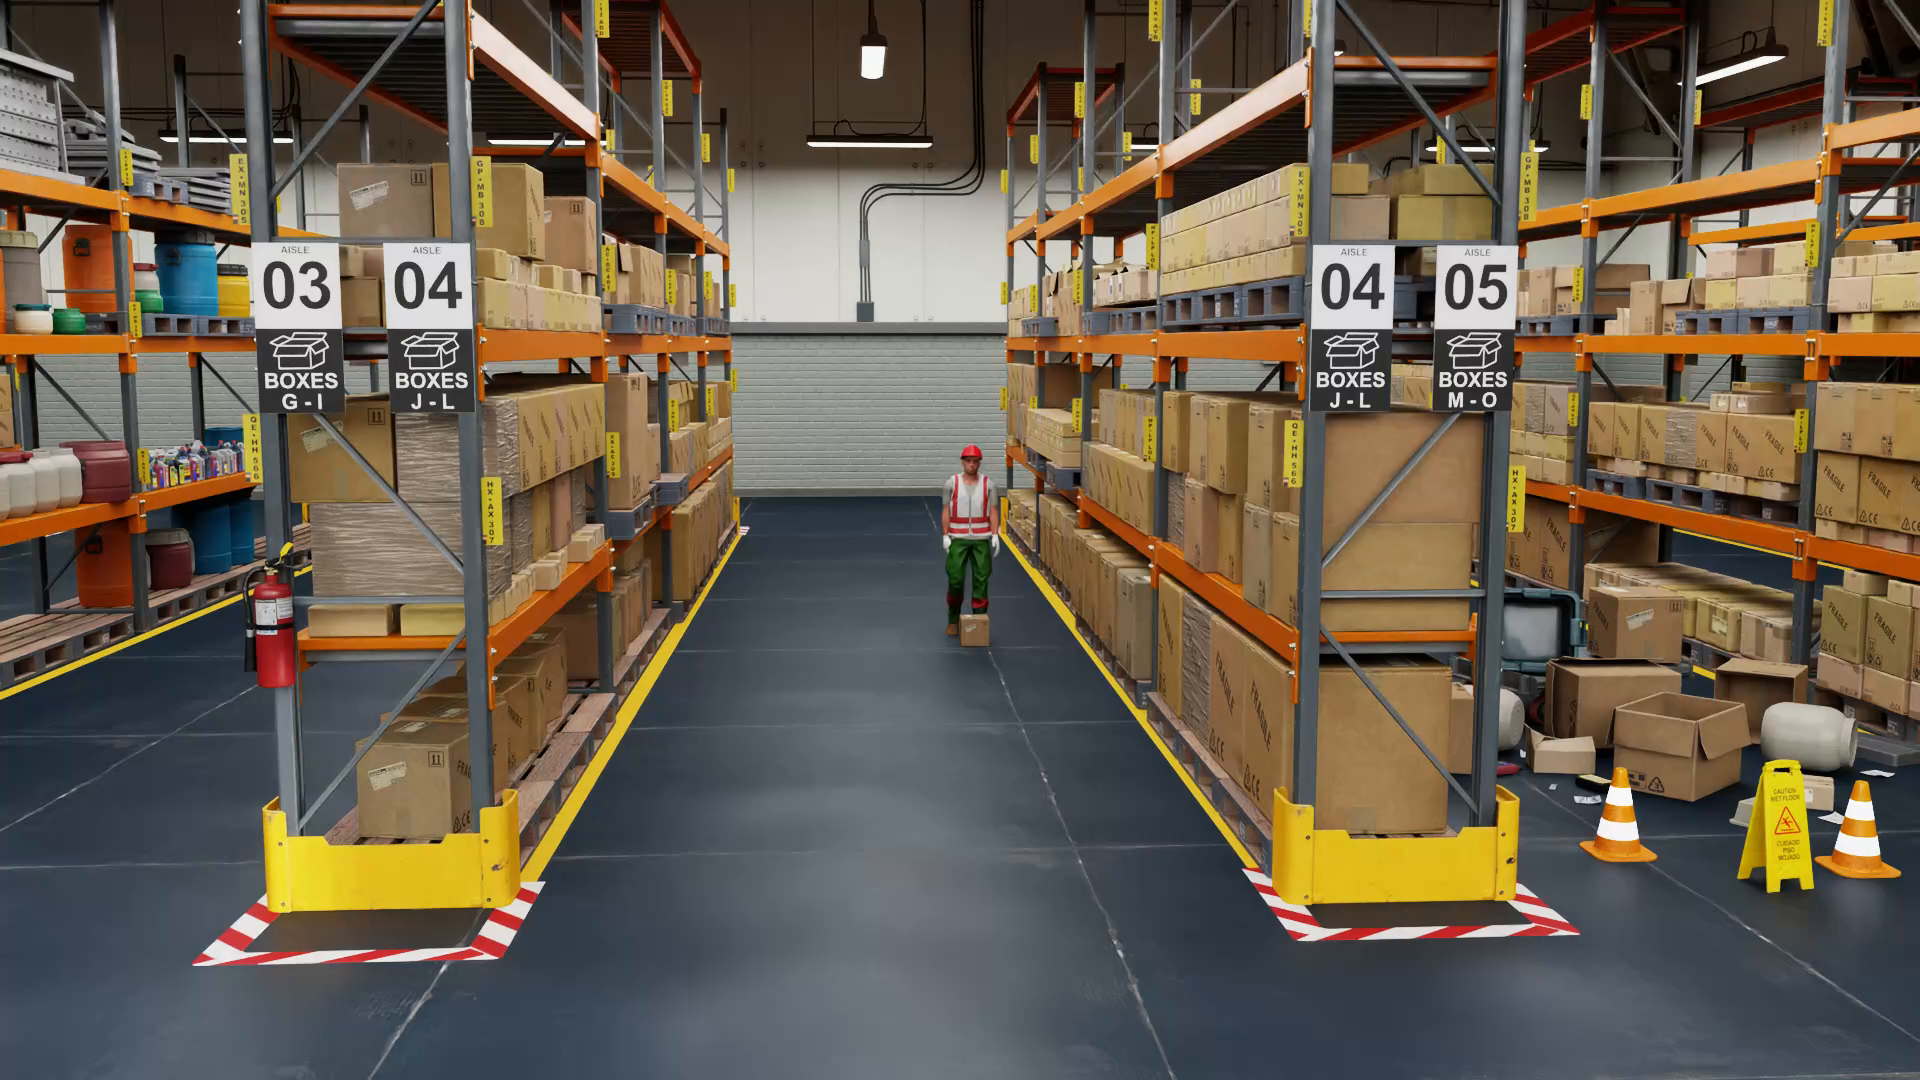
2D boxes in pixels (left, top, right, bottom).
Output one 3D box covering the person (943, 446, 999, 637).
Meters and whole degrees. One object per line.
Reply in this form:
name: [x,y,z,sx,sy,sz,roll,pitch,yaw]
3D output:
person: [0.107,0.013,15.577,0.526,1.790,0.344,0,7,-3]
